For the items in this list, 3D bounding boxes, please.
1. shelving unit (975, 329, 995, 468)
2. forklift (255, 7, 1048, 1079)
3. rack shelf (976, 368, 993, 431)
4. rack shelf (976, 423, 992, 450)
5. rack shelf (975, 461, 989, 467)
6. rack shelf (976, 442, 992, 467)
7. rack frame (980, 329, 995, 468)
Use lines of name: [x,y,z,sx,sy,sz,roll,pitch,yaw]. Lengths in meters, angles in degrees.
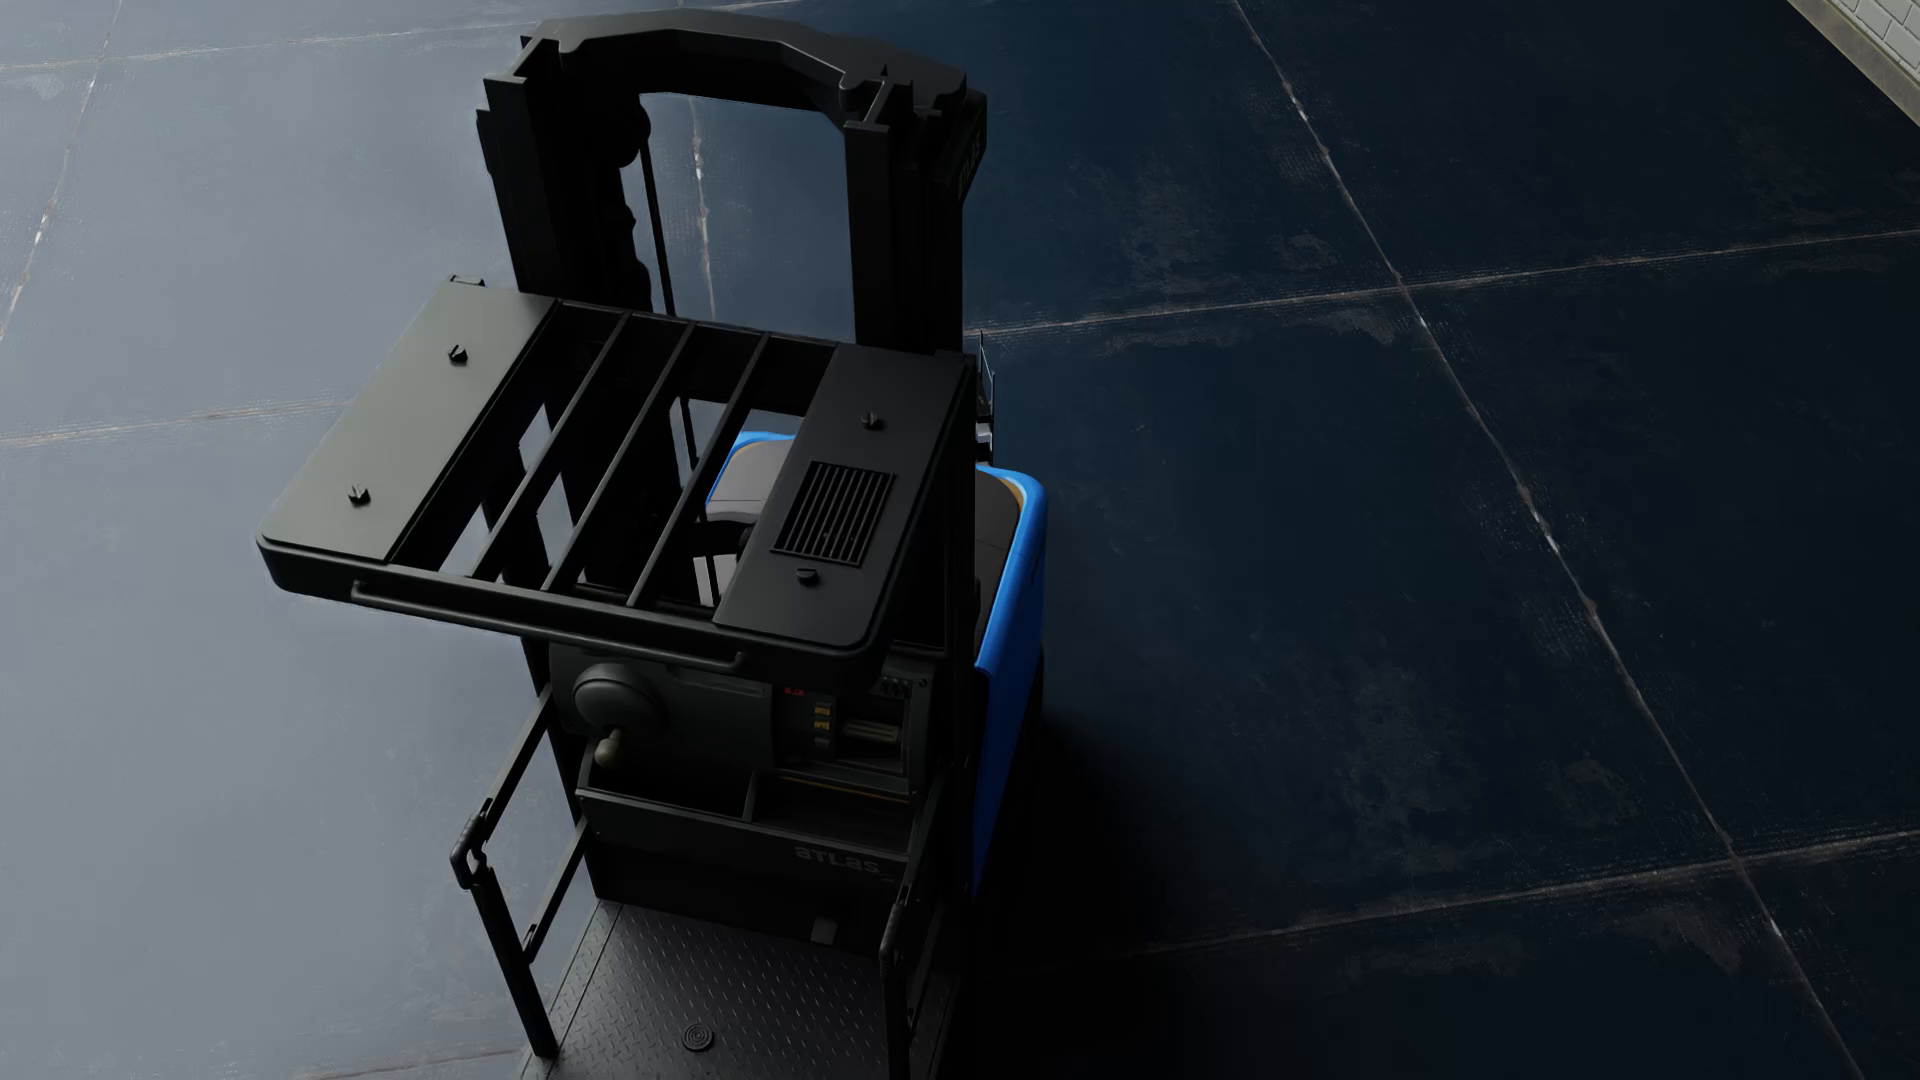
shelving unit: [-0.008,-0.311,5.925,0.210,0.900,0.258,-7,46,-7]
forklift: [-0.566,0.487,3.745,1.130,2.935,3.031,10,47,9]
rack shelf: [-0.008,-0.475,5.755,0.200,0.077,0.258,-7,46,-7]
rack shelf: [-0.008,-0.413,5.819,0.200,0.077,0.258,-7,46,-7]
rack shelf: [-0.008,-0.288,5.949,0.200,0.077,0.258,-7,46,-7]
rack shelf: [-0.008,-0.351,5.884,0.200,0.077,0.258,-7,46,-7]
rack frame: [0.092,-0.324,5.937,0.006,0.900,0.240,-7,46,-7]
